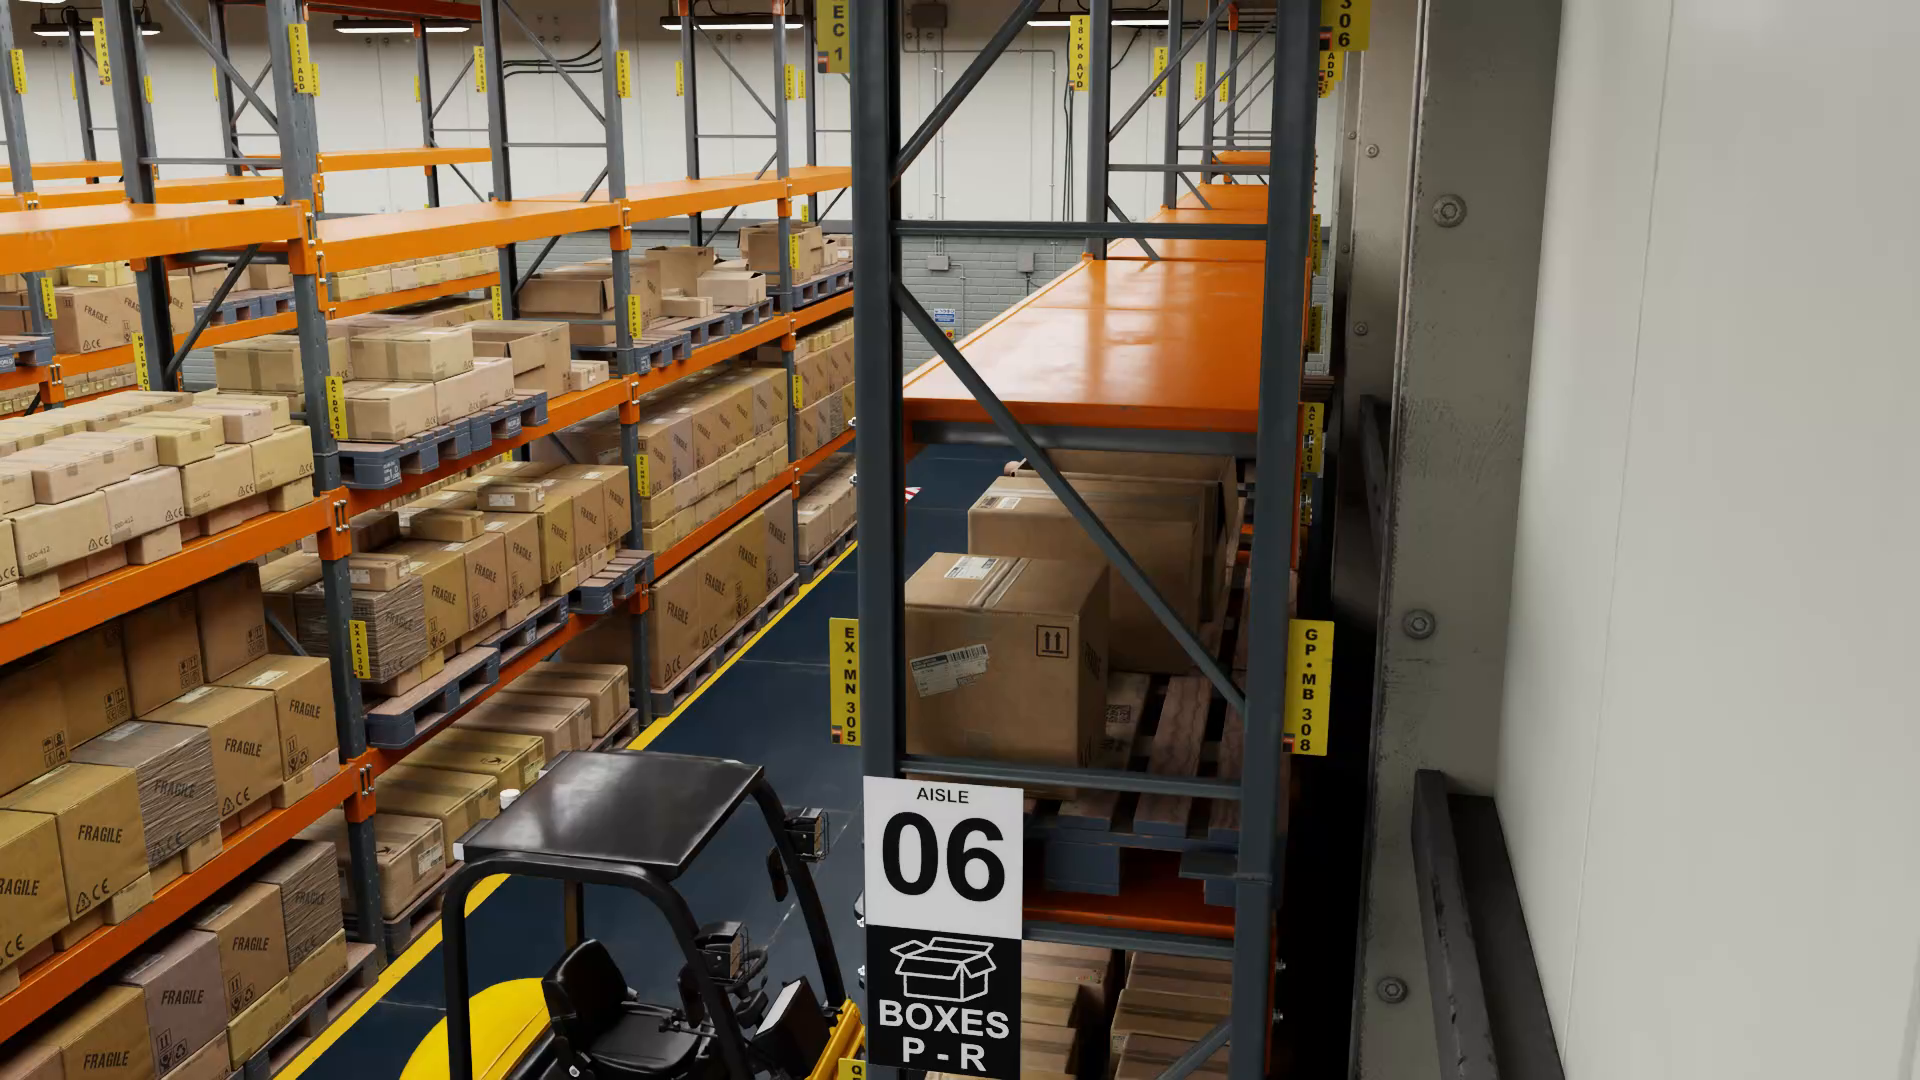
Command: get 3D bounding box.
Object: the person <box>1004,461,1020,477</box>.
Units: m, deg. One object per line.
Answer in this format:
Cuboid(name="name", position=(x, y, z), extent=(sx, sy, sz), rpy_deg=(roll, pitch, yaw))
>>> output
Cuboid(name="person", position=(0.408, 0.133, 15.045), extent=(0.421, 1.721, 0.594), rpy_deg=(2, 15, 8))
